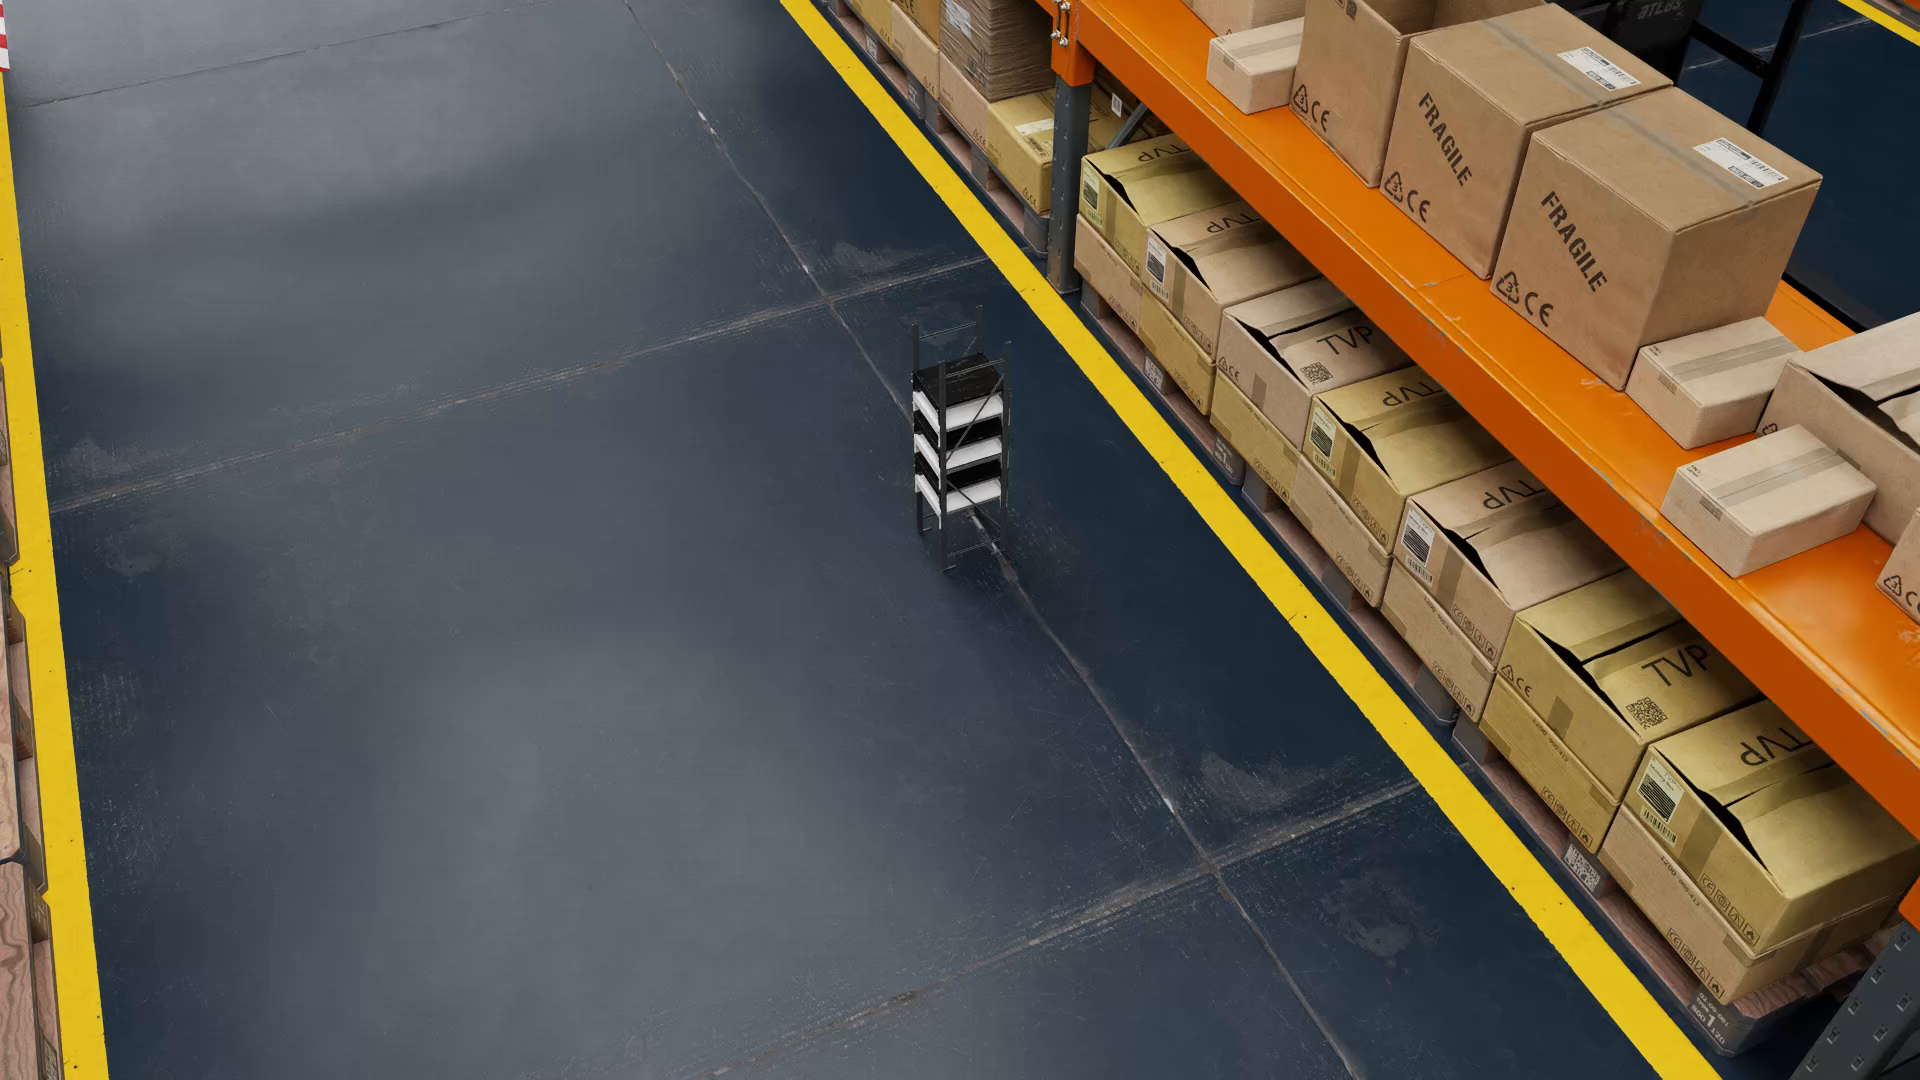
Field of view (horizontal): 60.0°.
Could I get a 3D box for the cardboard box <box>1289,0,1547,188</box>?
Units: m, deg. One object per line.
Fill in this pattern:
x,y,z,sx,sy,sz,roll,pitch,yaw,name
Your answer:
1.364,-1.447,5.010,0.500,0.500,0.500,-15,47,-15,cardboard box

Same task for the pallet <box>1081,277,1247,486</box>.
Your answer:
1.179,-0.791,6.401,1.003,0.211,1.213,-18,47,-17,pallet

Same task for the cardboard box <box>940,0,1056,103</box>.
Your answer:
0.241,-2.232,7.002,0.500,0.500,0.500,-18,47,-17,cardboard box

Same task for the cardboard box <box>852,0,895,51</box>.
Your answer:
-0.195,-2.598,7.906,0.500,0.250,0.500,-18,47,-17,cardboard box

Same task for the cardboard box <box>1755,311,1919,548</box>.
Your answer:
2.316,-0.288,3.970,0.500,0.311,0.500,-19,48,-18,cardboard box

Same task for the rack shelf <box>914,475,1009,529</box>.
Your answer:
0.003,-0.163,5.579,0.258,0.077,0.200,-18,47,-17,rack shelf

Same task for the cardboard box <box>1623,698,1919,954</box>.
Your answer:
2.072,0.676,4.189,0.500,0.311,0.500,-17,47,-16,cardboard box

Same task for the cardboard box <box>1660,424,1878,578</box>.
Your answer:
1.887,-0.095,3.889,0.380,0.149,0.250,-18,47,-17,cardboard box

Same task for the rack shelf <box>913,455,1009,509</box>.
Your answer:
0.003,-0.227,5.515,0.258,0.077,0.200,-18,47,-17,rack shelf

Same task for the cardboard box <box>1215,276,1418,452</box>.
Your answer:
1.206,-0.625,5.507,0.500,0.311,0.500,-20,48,-19,cardboard box

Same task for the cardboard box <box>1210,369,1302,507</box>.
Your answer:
1.213,-0.427,5.706,0.500,0.250,0.500,-19,48,-19,cardboard box

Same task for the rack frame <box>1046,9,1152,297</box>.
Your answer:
0.834,-2.242,5.886,1.000,3.000,0.127,-18,47,-17,rack frame

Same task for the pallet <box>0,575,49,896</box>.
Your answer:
-3.296,0.700,4.890,1.003,0.211,1.213,-18,47,-17,pallet

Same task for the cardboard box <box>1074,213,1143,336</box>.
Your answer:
0.779,-1.082,6.370,0.500,0.250,0.500,-19,48,-18,cardboard box

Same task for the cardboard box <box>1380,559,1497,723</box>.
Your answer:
1.645,0.225,5.045,0.500,0.250,0.500,-17,47,-17,cardboard box

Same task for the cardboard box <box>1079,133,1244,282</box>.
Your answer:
0.782,-1.275,6.166,0.500,0.311,0.500,-18,47,-17,cardboard box

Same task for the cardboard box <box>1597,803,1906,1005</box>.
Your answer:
2.073,0.873,4.388,0.500,0.250,0.500,-17,47,-16,cardboard box

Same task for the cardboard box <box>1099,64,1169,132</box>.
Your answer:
0.923,-2.067,6.834,0.500,0.500,0.500,-18,47,-17,cardboard box

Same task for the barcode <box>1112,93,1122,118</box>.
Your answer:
0.564,-1.565,5.983,0.001,0.075,0.075,-18,47,-17,barcode

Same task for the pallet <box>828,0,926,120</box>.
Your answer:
0.021,-2.547,8.181,1.003,0.211,1.213,-18,47,-17,pallet

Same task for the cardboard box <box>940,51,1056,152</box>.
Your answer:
0.240,-1.965,7.264,0.500,0.250,0.500,-18,47,-17,cardboard box

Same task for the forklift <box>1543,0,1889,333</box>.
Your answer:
2.639,-2.344,6.039,1.130,2.935,3.031,-19,48,-18,forklift

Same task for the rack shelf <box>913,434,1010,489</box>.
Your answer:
0.003,-0.291,5.452,0.258,0.077,0.200,-18,47,-17,rack shelf

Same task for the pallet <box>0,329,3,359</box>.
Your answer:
-4.423,-1.007,6.621,1.003,0.211,1.213,-18,47,-17,pallet

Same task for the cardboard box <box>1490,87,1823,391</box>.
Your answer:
1.796,-0.793,4.346,0.500,0.500,0.500,-20,48,-20,cardboard box

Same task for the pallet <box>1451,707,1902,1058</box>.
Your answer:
2.205,0.764,4.826,1.003,0.211,1.213,-18,47,-17,pallet

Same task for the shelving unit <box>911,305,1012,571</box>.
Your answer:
0.003,-0.315,5.429,0.258,0.900,0.210,-18,47,-17,shelving unit

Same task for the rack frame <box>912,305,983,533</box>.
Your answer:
-0.039,-0.380,5.494,0.240,0.900,0.006,-18,47,-17,rack frame

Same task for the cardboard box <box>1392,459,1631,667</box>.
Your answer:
1.638,0.024,4.849,0.500,0.311,0.500,-18,47,-18,cardboard box

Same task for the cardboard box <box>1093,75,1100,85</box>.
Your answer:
0.709,-2.118,7.419,0.500,0.250,0.500,-18,47,-17,cardboard box

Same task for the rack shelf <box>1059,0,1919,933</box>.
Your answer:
1.675,-0.711,4.847,1.077,0.370,4.000,-18,47,-17,rack shelf
